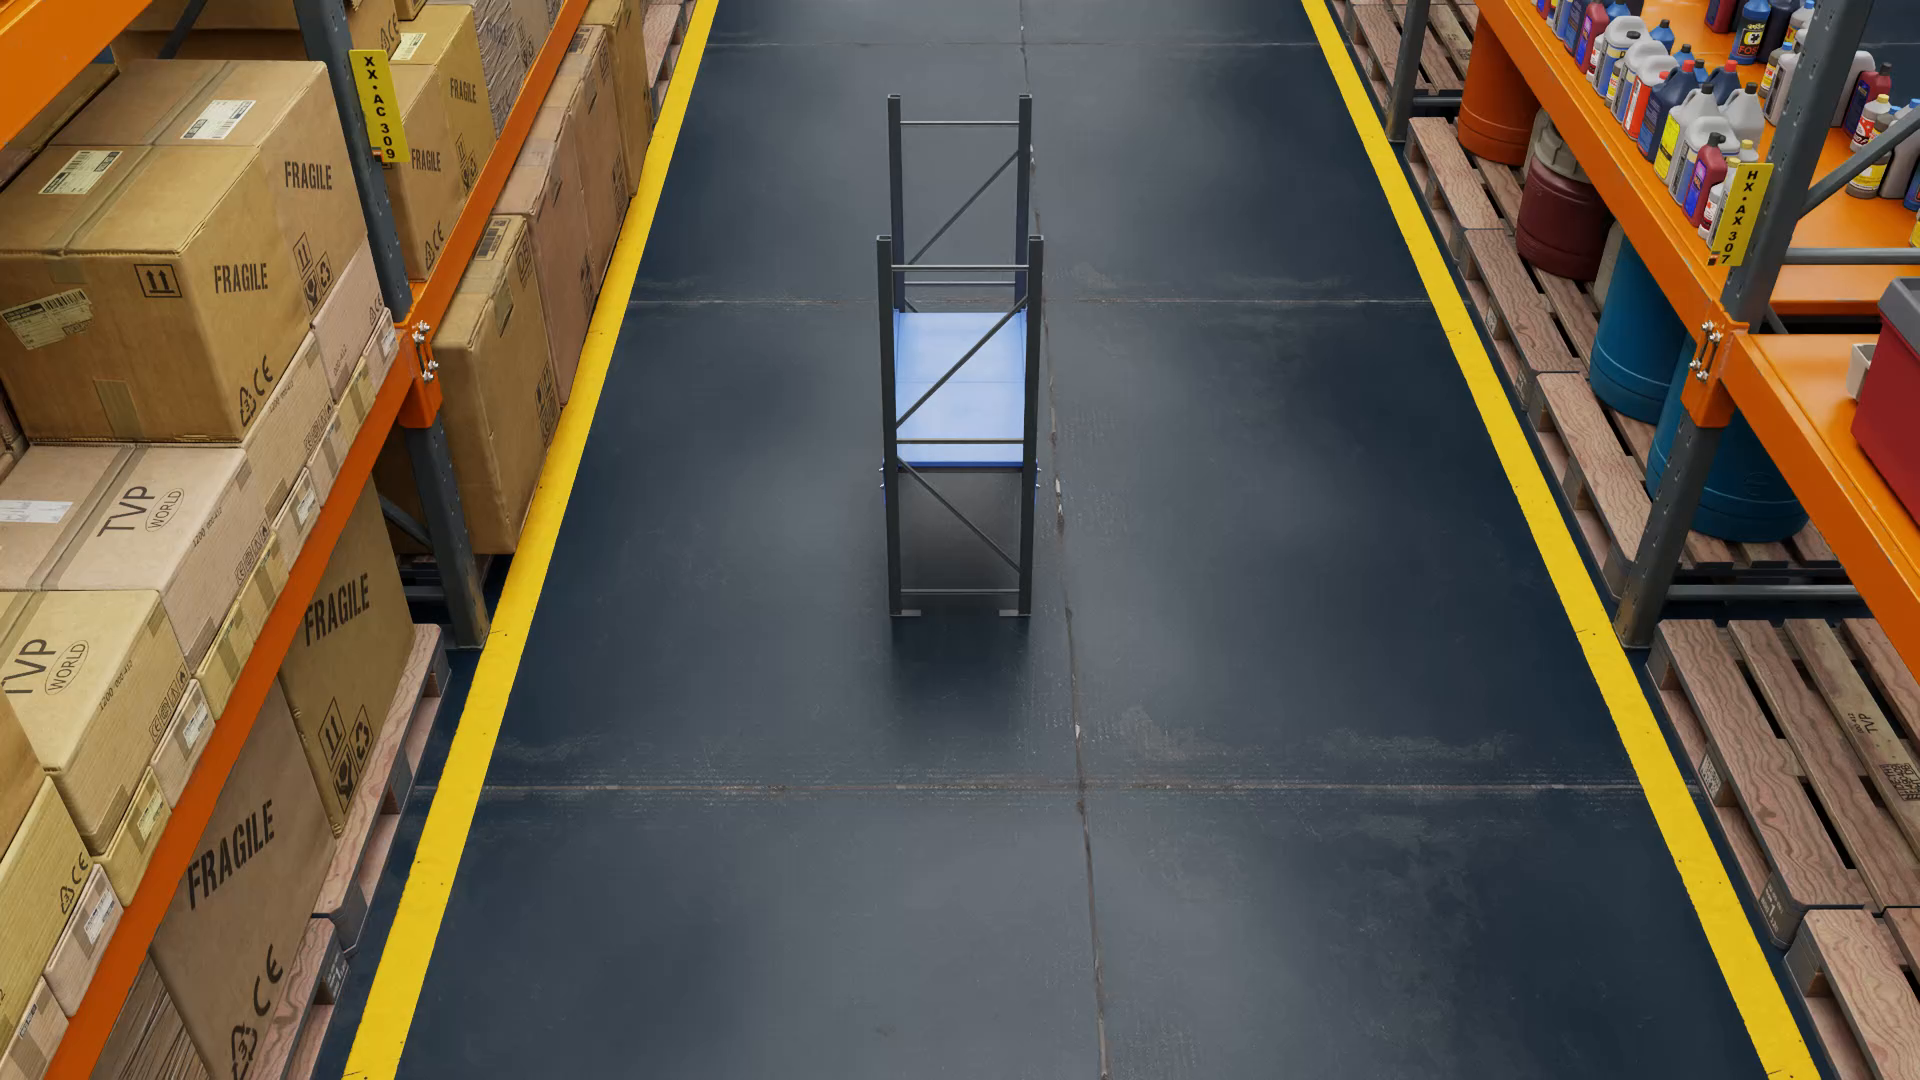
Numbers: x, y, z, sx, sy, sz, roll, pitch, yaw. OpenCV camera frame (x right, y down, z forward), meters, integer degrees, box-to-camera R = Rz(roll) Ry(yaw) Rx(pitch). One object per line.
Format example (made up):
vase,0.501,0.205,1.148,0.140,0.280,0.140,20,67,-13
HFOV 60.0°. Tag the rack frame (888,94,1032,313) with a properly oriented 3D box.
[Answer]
rack frame,-0.001,-0.956,6.244,0.500,1.500,0.032,0,39,0

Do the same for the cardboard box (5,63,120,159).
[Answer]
cardboard box,-2.409,-0.874,4.224,0.500,0.500,0.500,0,39,0

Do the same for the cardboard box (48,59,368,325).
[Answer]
cardboard box,-1.886,-0.886,4.239,0.500,0.500,0.500,1,39,1

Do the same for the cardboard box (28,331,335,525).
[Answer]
cardboard box,-1.887,-0.281,4.084,0.500,0.250,0.500,1,39,1

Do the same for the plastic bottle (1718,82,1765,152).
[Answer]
plastic bottle,2.615,-1.382,5.615,0.144,0.351,0.185,0,39,0

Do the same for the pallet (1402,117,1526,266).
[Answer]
pallet,2.837,-1.747,8.261,1.003,0.211,1.213,0,39,0

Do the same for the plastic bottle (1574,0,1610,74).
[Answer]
plastic bottle,2.428,-1.945,6.372,0.061,0.283,0.133,0,39,0

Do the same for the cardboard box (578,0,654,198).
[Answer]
cardboard box,-2.178,-2.228,7.994,1.225,0.875,0.875,-2,39,-2

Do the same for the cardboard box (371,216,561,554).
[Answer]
cardboard box,-2.174,-0.558,5.911,1.225,0.875,0.875,0,39,0

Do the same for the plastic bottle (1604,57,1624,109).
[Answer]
plastic bottle,2.447,-1.696,6.126,0.097,0.201,0.097,0,39,0

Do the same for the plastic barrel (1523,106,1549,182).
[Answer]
plastic barrel,2.902,-1.862,7.829,0.421,0.512,0.421,0,39,0

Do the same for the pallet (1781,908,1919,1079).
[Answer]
pallet,2.843,1.486,4.227,1.003,0.211,1.213,0,39,0

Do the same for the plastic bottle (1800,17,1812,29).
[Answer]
plastic bottle,3.206,-1.863,6.279,0.097,0.271,0.097,0,39,0

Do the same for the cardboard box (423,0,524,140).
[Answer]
cardboard box,-1.906,-1.777,5.989,0.500,0.500,0.500,-1,39,-1

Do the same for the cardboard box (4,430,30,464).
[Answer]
cardboard box,-2.419,-0.276,4.077,0.500,0.250,0.500,0,39,0

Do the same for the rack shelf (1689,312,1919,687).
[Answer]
rack shelf,2.802,0.705,3.547,1.077,0.370,4.000,0,39,0

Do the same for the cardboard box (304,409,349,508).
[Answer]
cardboard box,-1.825,-0.213,4.318,0.380,0.149,0.250,-1,39,-1

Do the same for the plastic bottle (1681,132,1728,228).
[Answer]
plastic bottle,2.430,-1.172,5.407,0.061,0.283,0.133,0,39,0

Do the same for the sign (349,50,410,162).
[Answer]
sign,-1.598,-1.193,4.585,0.100,0.325,0.005,0,39,0

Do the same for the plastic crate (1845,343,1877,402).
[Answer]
plastic crate,2.657,-0.456,4.583,0.396,0.136,0.243,0,39,0

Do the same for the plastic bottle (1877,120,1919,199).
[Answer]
plastic bottle,3.180,-1.297,5.569,0.152,0.276,0.135,0,39,0

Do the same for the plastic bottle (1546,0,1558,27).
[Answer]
plastic bottle,2.446,-2.212,6.715,0.097,0.271,0.097,0,39,0

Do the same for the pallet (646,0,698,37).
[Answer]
pallet,-2.156,-3.486,10.431,1.003,0.211,1.213,0,39,0

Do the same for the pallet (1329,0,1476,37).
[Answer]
pallet,2.834,-3.485,10.430,1.003,0.211,1.213,0,39,0

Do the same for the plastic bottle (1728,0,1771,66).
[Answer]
plastic bottle,3.061,-1.984,6.430,0.097,0.271,0.097,0,39,0

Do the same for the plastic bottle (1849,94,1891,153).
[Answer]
plastic bottle,3.207,-1.462,5.834,0.097,0.201,0.097,0,39,0

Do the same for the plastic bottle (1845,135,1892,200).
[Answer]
plastic bottle,3.055,-1.256,5.577,0.097,0.201,0.097,0,39,0

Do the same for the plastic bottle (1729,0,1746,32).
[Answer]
plastic bottle,3.182,-2.242,6.688,0.144,0.351,0.185,0,39,0

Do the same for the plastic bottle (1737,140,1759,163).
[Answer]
plastic bottle,2.600,-1.236,5.552,0.097,0.201,0.097,0,39,0

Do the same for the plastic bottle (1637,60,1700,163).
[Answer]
plastic bottle,2.471,-1.498,5.759,0.144,0.351,0.185,0,39,0

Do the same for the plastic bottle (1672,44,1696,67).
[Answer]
plastic bottle,2.599,-1.662,6.029,0.097,0.271,0.097,0,39,0

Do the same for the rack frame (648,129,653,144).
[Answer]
rack frame,-2.158,-3.324,8.000,1.000,3.000,0.127,0,39,0

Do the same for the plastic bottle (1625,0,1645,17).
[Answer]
plastic bottle,2.622,-2.155,6.580,0.144,0.351,0.185,0,39,0

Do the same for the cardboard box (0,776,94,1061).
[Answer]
cardboard box,-1.884,0.681,2.883,0.500,0.250,0.500,-1,39,-2

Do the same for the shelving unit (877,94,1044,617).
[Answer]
shelving unit,0.000,-0.639,5.848,0.538,1.500,1.048,0,39,0

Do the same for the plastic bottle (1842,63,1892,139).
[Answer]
plastic bottle,3.225,-1.566,5.899,0.061,0.283,0.133,0,39,0

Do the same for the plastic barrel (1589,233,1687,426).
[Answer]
plastic barrel,2.815,-0.955,6.385,0.600,0.901,0.708,0,39,0

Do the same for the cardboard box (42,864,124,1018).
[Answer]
cardboard box,-1.823,0.750,3.116,0.380,0.149,0.250,0,39,-1

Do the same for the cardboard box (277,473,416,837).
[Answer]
cardboard box,-2.233,0.255,4.896,0.875,0.875,0.875,0,39,0

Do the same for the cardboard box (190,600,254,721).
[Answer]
cardboard box,-1.824,0.269,3.716,0.380,0.149,0.250,-1,39,-1
